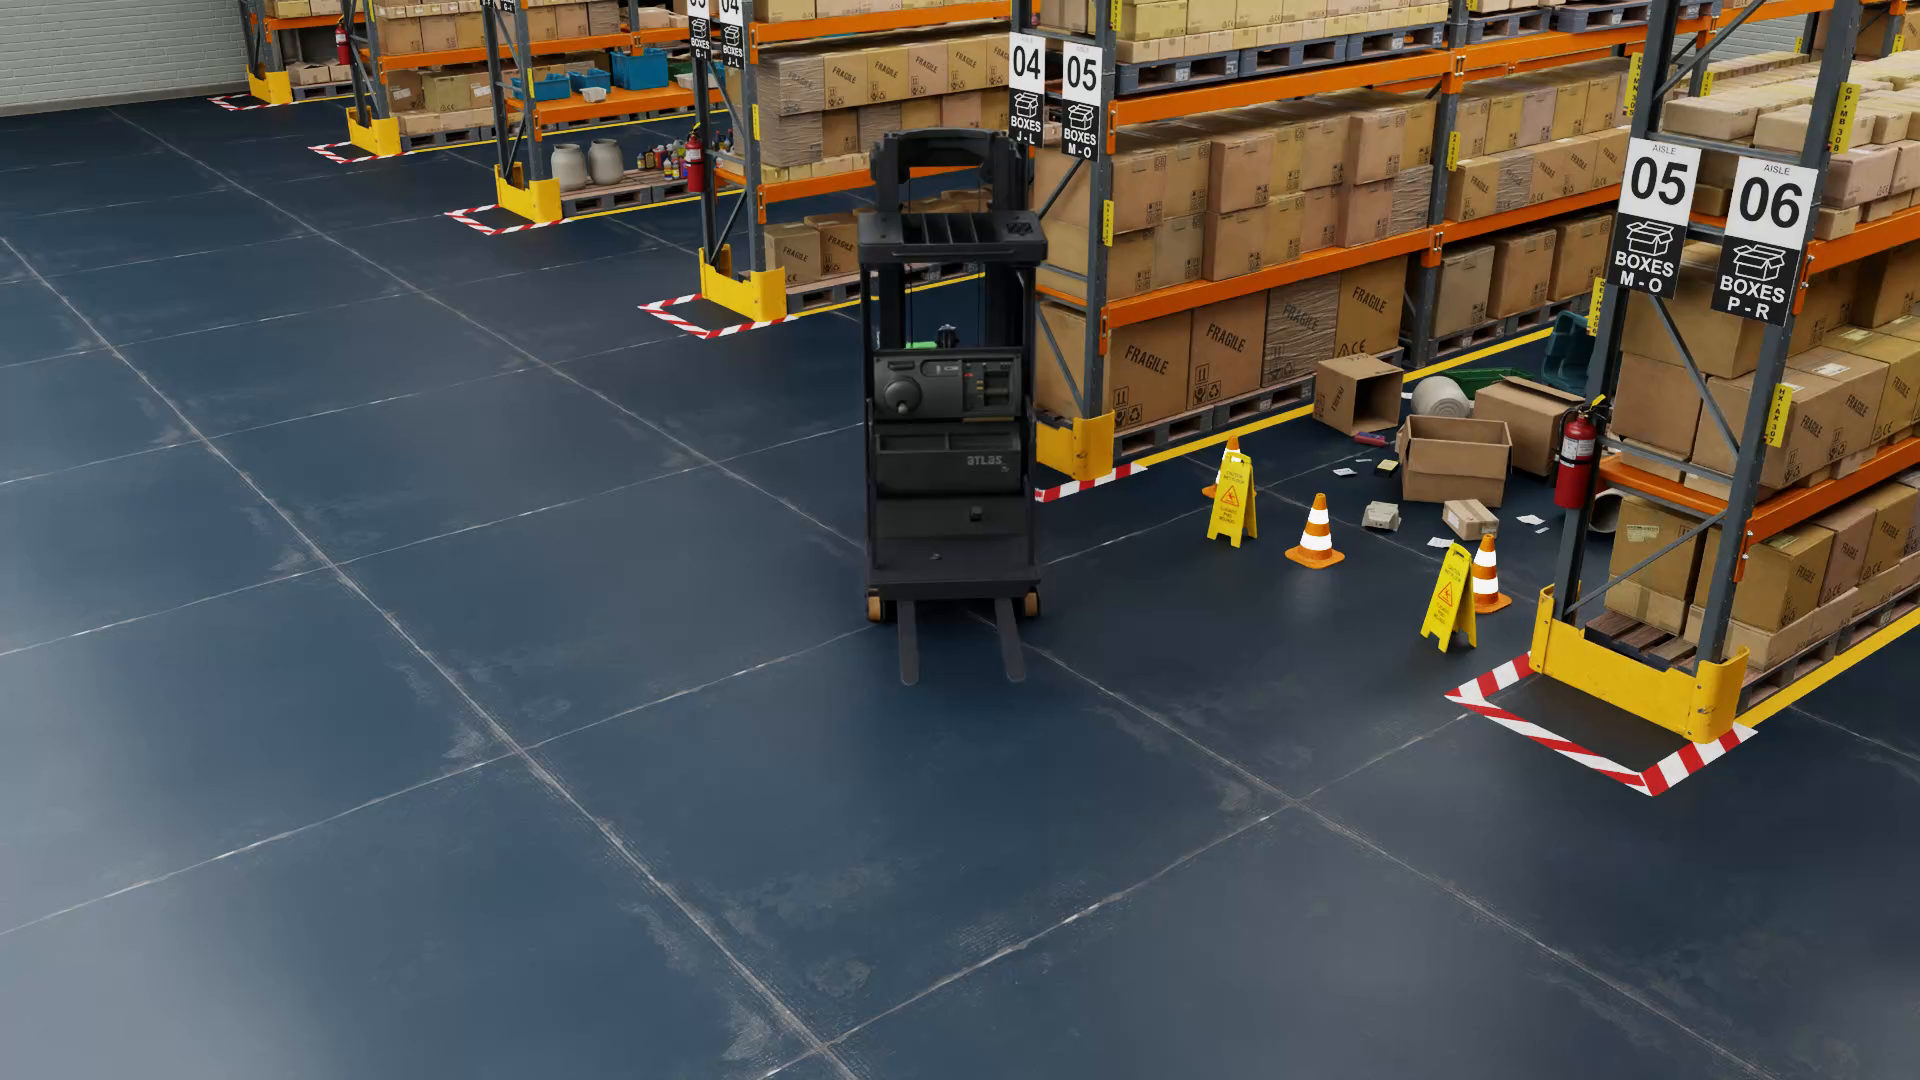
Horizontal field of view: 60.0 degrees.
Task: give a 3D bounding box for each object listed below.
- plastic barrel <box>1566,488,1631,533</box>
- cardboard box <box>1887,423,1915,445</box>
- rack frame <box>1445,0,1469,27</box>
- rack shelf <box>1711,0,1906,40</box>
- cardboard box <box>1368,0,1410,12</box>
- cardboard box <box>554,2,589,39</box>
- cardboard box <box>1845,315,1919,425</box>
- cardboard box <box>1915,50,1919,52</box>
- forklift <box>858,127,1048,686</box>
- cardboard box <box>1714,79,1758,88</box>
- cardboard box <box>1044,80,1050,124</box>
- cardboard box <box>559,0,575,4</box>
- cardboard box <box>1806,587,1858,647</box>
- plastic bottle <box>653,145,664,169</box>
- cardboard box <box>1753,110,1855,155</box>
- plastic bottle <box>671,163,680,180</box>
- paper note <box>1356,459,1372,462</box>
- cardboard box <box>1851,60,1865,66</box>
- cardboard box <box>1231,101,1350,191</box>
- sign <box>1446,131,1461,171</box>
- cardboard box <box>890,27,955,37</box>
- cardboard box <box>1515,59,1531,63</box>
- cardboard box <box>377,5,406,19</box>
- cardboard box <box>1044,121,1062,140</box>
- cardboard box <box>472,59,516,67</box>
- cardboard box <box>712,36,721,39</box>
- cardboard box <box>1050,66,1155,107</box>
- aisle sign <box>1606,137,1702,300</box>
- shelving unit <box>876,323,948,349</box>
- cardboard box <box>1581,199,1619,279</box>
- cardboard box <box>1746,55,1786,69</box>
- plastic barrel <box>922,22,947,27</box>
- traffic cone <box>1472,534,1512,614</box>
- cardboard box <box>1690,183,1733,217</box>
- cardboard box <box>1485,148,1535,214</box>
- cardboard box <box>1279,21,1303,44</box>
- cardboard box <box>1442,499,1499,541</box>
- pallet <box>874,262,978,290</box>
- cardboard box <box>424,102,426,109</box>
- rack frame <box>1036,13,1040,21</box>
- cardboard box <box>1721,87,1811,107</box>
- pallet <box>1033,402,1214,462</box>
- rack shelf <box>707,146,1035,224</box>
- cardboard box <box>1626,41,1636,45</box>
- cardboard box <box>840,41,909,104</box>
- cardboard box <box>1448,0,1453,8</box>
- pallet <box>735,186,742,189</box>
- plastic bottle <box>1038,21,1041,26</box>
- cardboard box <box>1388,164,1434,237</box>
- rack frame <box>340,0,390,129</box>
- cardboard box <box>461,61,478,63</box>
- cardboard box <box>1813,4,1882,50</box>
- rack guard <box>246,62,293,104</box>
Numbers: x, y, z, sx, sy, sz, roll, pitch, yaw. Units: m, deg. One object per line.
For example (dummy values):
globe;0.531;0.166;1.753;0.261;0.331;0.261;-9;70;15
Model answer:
plastic barrel;4.555;-0.297;11.888;0.421;0.421;0.512;1;25;2
cardboard box;5.515;-0.722;10.041;0.250;0.149;0.380;-19;31;-35
rack frame;3.877;-5.802;13.561;0.127;3.000;1.000;-18;31;-34
rack shelf;8.599;-5.673;17.703;4.000;0.370;1.077;-18;31;-34
cardboard box;3.250;-4.400;13.311;0.500;0.250;0.500;-18;31;-34
cardboard box;-5.970;-7.821;24.921;0.500;0.500;0.700;-19;31;-35
cardboard box;5.608;-1.042;9.961;0.500;0.500;0.500;-19;31;-35
cardboard box;6.162;-2.959;10.350;0.250;0.149;0.380;-19;31;-36
forklift;-0.061;-0.948;10.312;1.130;2.935;3.031;-1;25;-3
cardboard box;8.123;-4.723;17.457;0.250;0.149;0.380;-20;31;-36
cardboard box;0.504;-4.834;18.130;0.500;0.500;0.875;-18;31;-34
cardboard box;-5.902;-8.029;24.599;0.250;0.149;0.380;-18;31;-34
cardboard box;5.075;0.381;10.134;0.500;0.250;0.500;-17;30;-32
plastic bottle;-3.918;-4.994;21.661;0.135;0.276;0.152;-18;30;-34
cardboard box;4.269;-2.061;8.416;0.250;0.149;0.380;-19;31;-34
plastic bottle;-3.607;-4.676;21.065;0.097;0.201;0.097;0;25;0
paper note;3.178;-0.627;13.089;0.123;0.001;0.032;-3;25;-7
cardboard box;9.977;-5.336;18.777;0.250;0.149;0.380;-17;30;-32
cardboard box;2.695;-3.278;13.788;0.550;0.550;0.875;-18;31;-34
sign;4.221;-3.326;14.230;0.005;0.325;0.100;-18;31;-34
cardboard box;-0.401;-5.091;17.496;0.500;0.500;0.500;-18;31;-34
cardboard box;7.630;-6.681;22.880;0.250;0.149;0.380;-18;30;-34
cardboard box;-7.920;-7.364;23.164;0.250;0.149;0.380;-19;31;-34
cardboard box;0.908;-4.483;18.144;0.250;0.149;0.380;-18;31;-34
cardboard box;-6.951;-6.909;24.950;0.500;0.500;0.500;-18;31;-34
cardboard box;-4.466;-10.074;31.949;0.750;0.750;0.750;-19;31;-35
cardboard box;1.608;-5.372;18.551;1.000;1.000;1.000;-18;30;-34
aisle sign;3.636;-1.687;8.734;0.004;0.787;0.394;-18;31;-34
shelving unit;-0.309;-0.990;12.440;0.503;1.200;0.258;-6;2;-12
cardboard box;6.490;-3.161;17.172;0.750;0.750;1.050;-19;31;-35
cardboard box;9.160;-5.415;18.947;0.250;0.149;0.380;-18;30;-34
plastic barrel;-0.354;-6.931;22.960;0.433;0.535;0.433;0;25;0
traffic cone;3.406;0.184;10.804;0.334;0.463;0.336;-18;31;-34
cardboard box;3.972;-1.860;8.929;0.250;0.149;0.380;-18;30;-34
cardboard box;4.854;-3.305;15.189;0.500;0.500;0.500;-18;30;-34
cardboard box;2.390;-3.901;12.710;0.250;0.149;0.380;-18;30;-34
cardboard box;3.648;-0.144;11.884;0.250;0.149;0.380;-3;25;-7
pallet;-0.571;-2.980;17.920;1.213;0.211;1.003;-18;31;-34
cardboard box;-7.736;-6.308;24.545;0.500;0.250;0.500;-18;31;-34
rack frame;1.082;-10.111;29.972;0.127;3.000;1.000;-18;31;-34
cardboard box;4.364;-2.348;9.035;0.250;0.149;0.380;-19;31;-35
pallet;1.311;-1.010;13.676;1.213;0.211;1.003;-18;31;-34
rack shelf;-0.678;-3.904;17.453;4.000;0.370;1.077;-18;31;-34
cardboard box;9.663;-7.354;24.330;0.250;0.149;0.380;-18;30;-33
cardboard box;-0.860;-4.655;16.557;0.500;0.500;0.500;-18;31;-34
cardboard box;4.334;-4.845;14.625;0.500;0.250;0.500;-18;30;-33
pallet;-2.714;-4.965;22.197;1.213;0.211;1.003;-18;31;-34
plastic bottle;1.224;-7.683;24.880;0.133;0.283;0.061;-18;31;-34
cardboard box;3.594;-3.049;14.578;0.550;0.550;0.875;-18;31;-34
rack frame;-8.361;-6.993;23.255;0.127;3.000;1.000;-18;31;-34
cardboard box;-8.676;-8.438;29.211;0.380;0.166;0.250;22;33;39
cardboard box;10.376;-6.004;19.464;0.500;0.500;0.500;-20;31;-36
rack guard;-11.361;-7.519;27.358;0.348;0.500;1.175;-18;31;-34
